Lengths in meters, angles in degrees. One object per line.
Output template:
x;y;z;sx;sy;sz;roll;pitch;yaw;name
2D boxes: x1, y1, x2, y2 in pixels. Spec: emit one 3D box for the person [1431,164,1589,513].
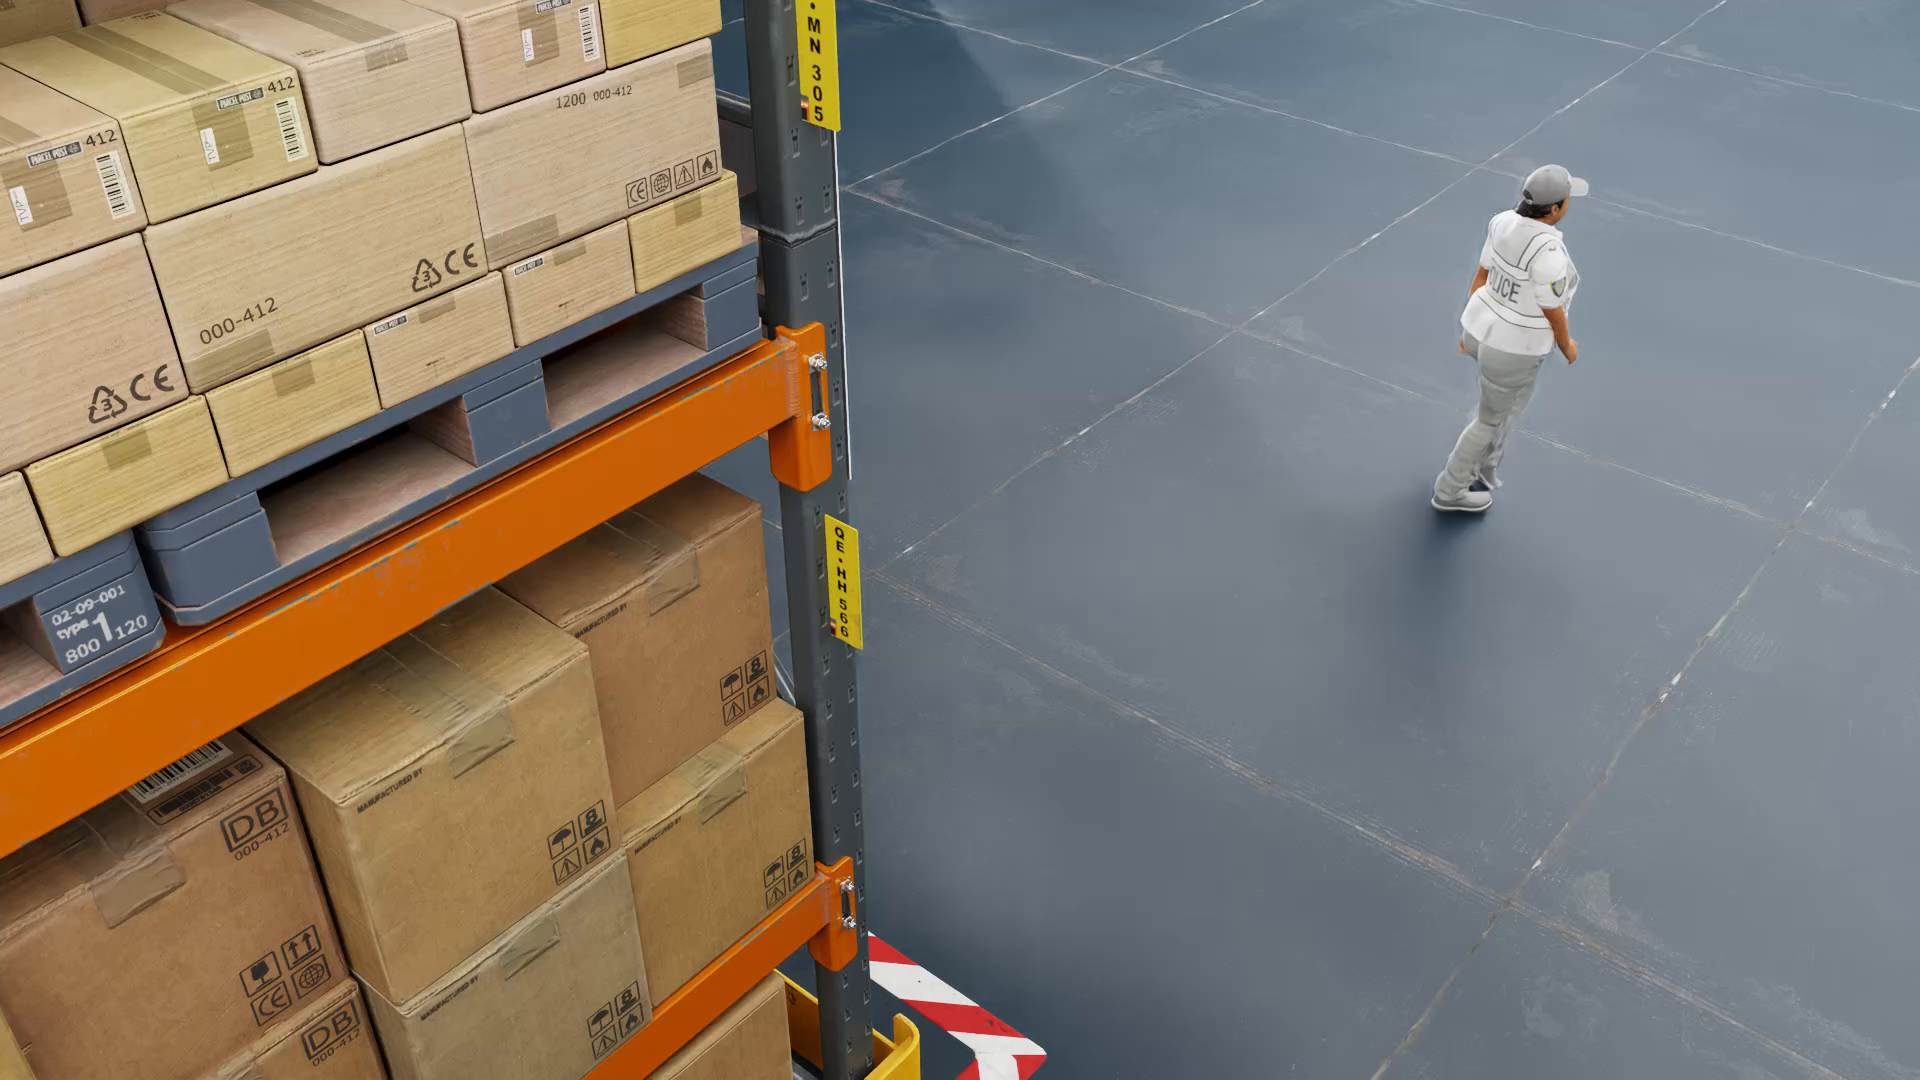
2.444;-0.845;7.375;0.547;1.731;0.479;-6;36;-9;person
